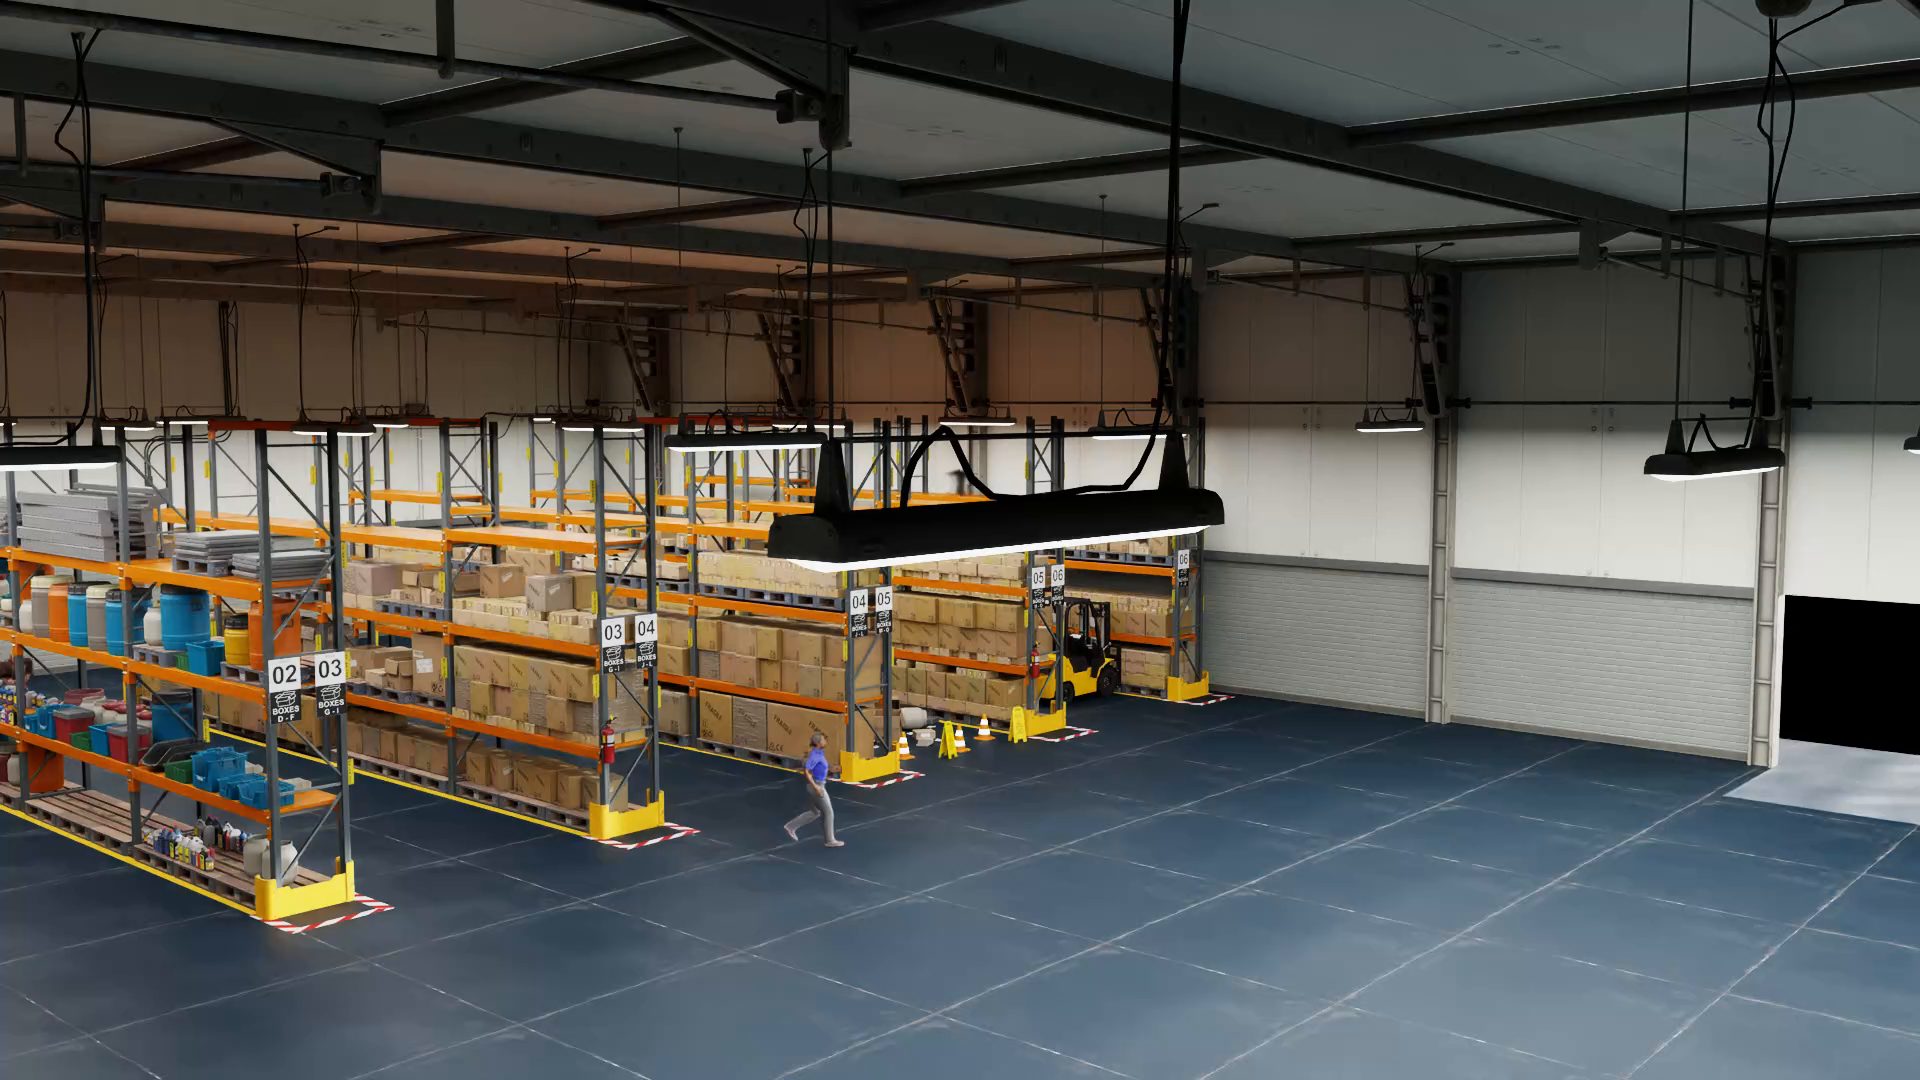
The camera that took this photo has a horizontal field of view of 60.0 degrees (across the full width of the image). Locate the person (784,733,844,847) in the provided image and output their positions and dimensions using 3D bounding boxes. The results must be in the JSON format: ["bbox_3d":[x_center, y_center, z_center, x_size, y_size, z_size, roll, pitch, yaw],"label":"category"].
[{"bbox_3d":[-2.070,3.543,23.540,0.858,1.634,0.588,-1,5,-8],"label":"person"}]

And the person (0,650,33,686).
[{"bbox_3d":[-18.166,2.869,31.943,0.976,1.605,0.743,4,6,42],"label":"person"}]
